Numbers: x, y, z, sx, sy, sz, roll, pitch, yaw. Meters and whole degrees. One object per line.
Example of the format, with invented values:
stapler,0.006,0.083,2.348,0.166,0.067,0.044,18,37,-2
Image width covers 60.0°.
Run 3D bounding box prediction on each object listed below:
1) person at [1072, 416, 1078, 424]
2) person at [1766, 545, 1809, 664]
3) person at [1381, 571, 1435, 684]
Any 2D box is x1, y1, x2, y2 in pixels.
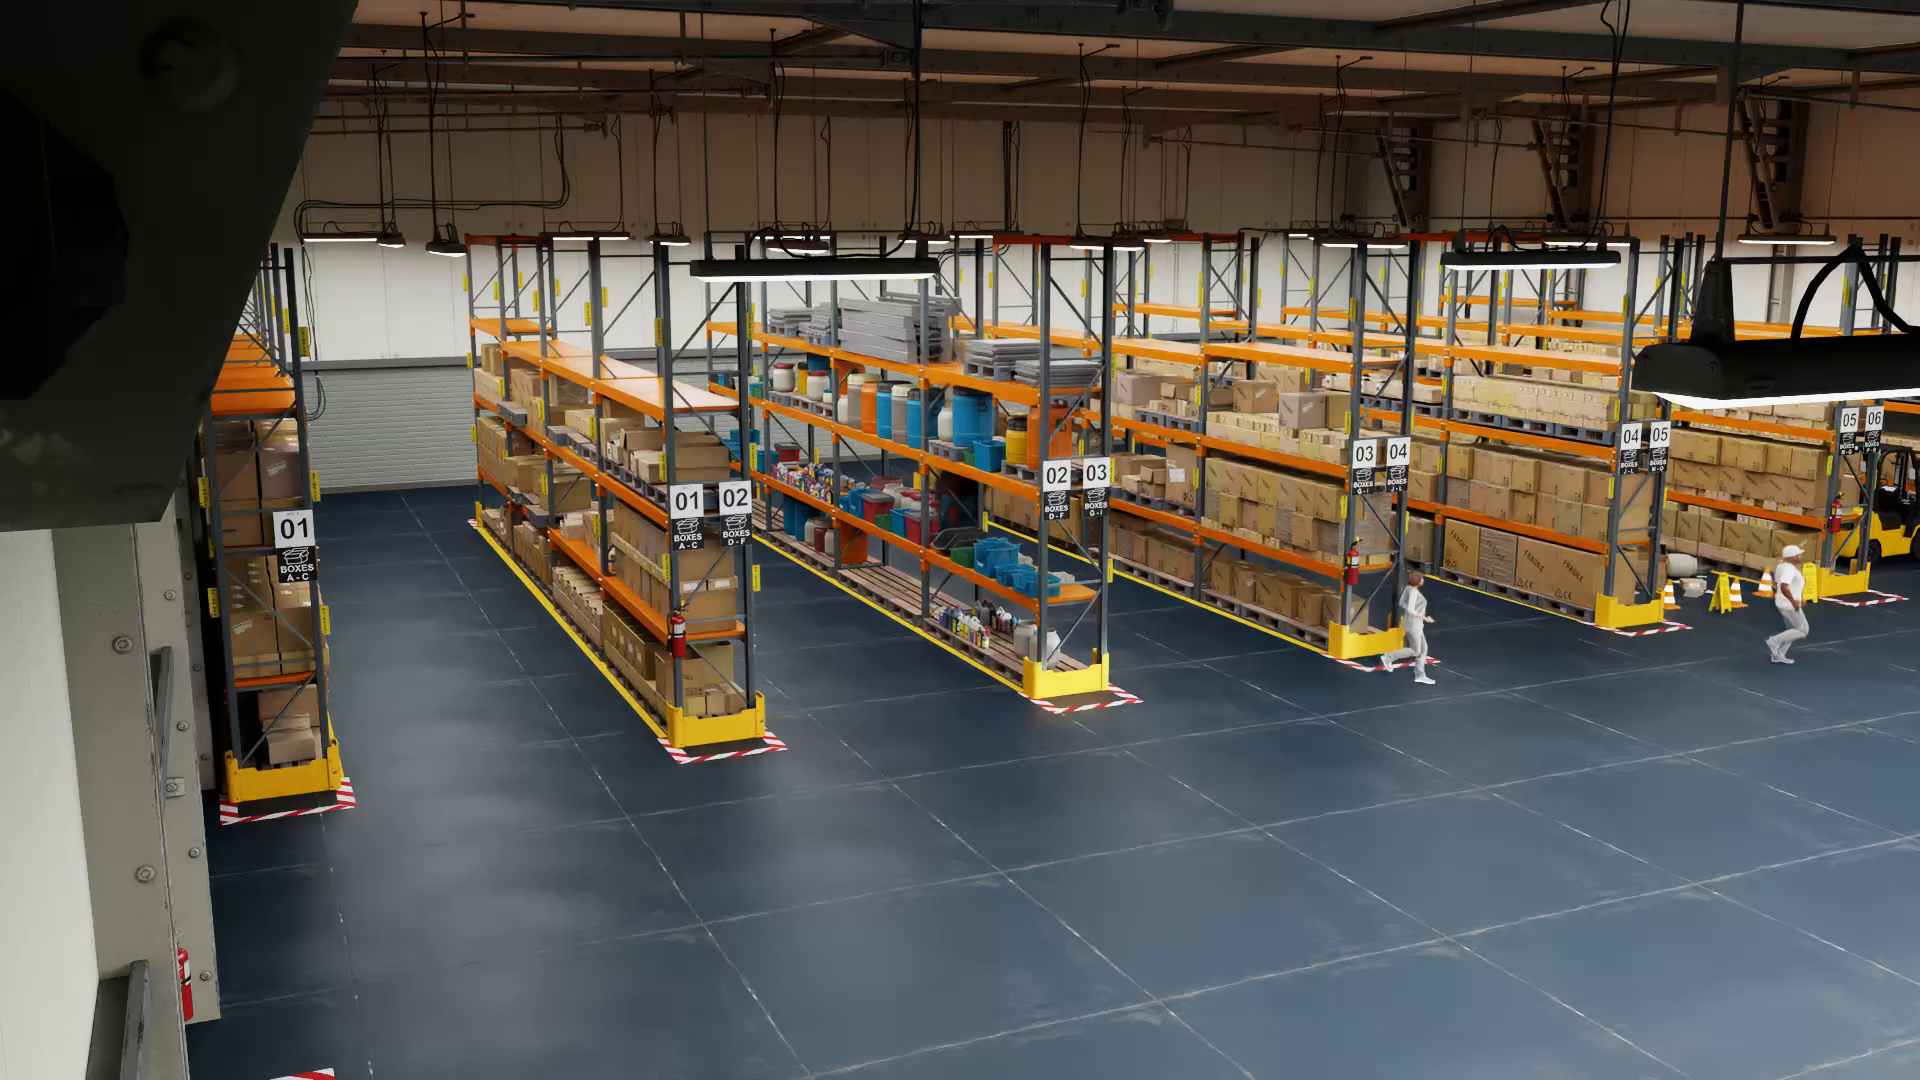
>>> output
person,2.632,-2.250,40.331,0.697,1.668,0.546,2,11,11
person,11.879,0.930,23.824,0.541,1.728,0.703,3,11,15
person,6.209,1.196,22.893,0.710,1.577,0.538,2,11,8
